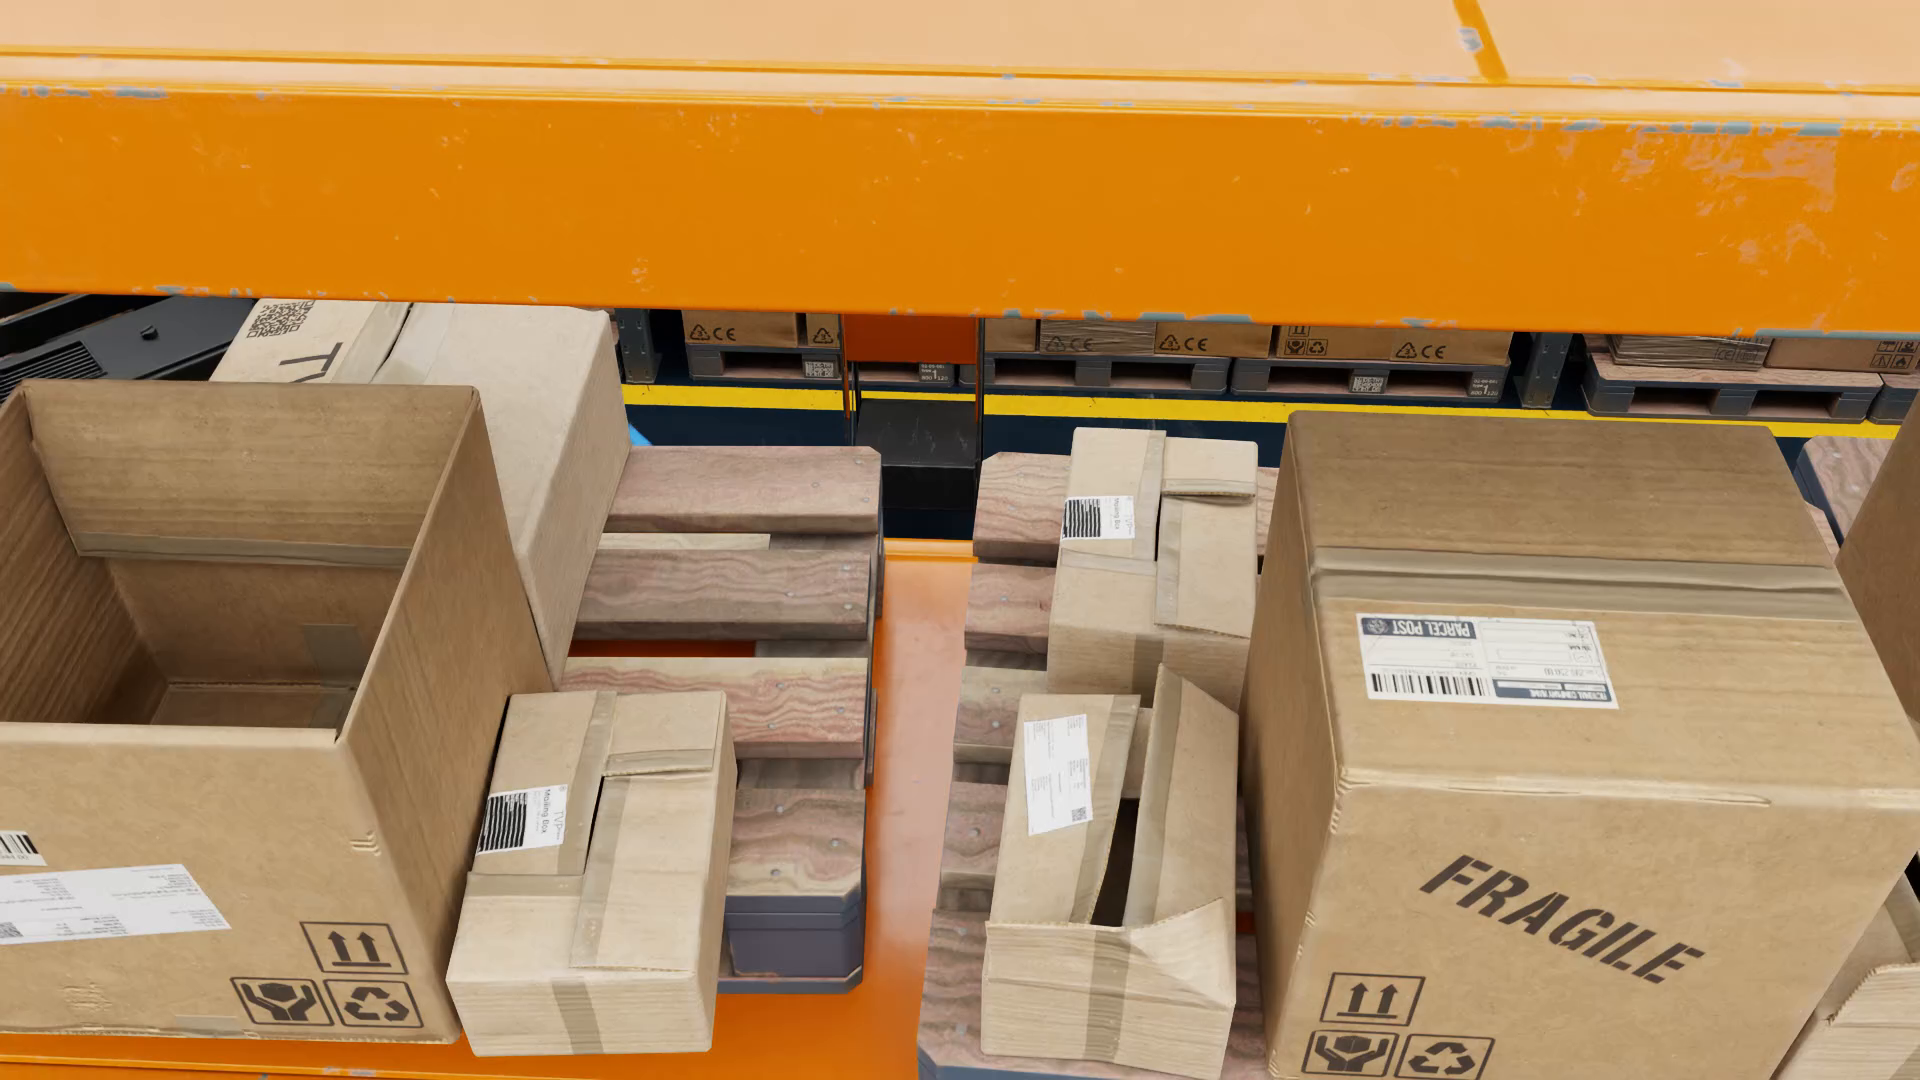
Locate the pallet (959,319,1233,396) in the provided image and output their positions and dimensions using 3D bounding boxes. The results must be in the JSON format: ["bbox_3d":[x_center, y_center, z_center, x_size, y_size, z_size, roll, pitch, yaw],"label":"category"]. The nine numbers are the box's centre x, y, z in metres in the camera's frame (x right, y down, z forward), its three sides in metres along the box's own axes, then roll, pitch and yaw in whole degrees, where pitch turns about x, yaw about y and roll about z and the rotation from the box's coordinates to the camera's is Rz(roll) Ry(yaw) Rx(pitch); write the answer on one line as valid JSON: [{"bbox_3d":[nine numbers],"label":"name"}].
[{"bbox_3d":[0.616,-1.083,7.757,1.213,0.211,1.003,2,43,2],"label":"pallet"}]

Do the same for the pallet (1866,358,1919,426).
[{"bbox_3d":[4.612,-0.904,7.565,1.213,0.211,1.003,2,43,2],"label":"pallet"}]

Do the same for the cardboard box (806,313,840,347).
[{"bbox_3d":[-0.414,-1.199,7.362,0.500,0.500,0.500,1,43,1],"label":"cardboard box"}]

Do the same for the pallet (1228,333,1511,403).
[{"bbox_3d":[1.832,-1.043,7.715,1.213,0.211,1.003,2,43,2],"label":"pallet"}]

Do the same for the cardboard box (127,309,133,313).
[{"bbox_3d":[-3.433,-1.279,7.448,0.500,0.500,0.500,3,43,3],"label":"cardboard box"}]

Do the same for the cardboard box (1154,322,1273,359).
[{"bbox_3d":[1.122,-1.157,7.318,0.500,0.500,0.500,3,43,4],"label":"cardboard box"}]

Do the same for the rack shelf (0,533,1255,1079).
[{"bbox_3d":[0.358,0.469,2.373,4.000,0.370,1.077,2,43,2],"label":"rack shelf"}]

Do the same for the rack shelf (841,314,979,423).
[{"bbox_3d":[-0.165,-0.763,6.049,0.480,0.518,0.431,2,43,2],"label":"rack shelf"}]

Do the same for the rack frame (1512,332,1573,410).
[{"bbox_3d":[2.576,-2.015,6.712,0.127,3.000,1.000,2,43,2],"label":"rack frame"}]

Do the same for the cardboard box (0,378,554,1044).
[{"bbox_3d":[-0.772,0.179,1.775,0.500,0.500,0.500,1,43,1],"label":"cardboard box"}]

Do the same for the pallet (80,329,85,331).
[{"bbox_3d":[-3.328,-1.175,7.856,1.213,0.211,1.003,2,43,2],"label":"pallet"}]

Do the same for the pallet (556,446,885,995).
[{"bbox_3d":[-0.721,0.209,2.265,1.217,0.209,0.805,0,43,0],"label":"pallet"}]

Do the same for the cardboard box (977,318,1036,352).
[{"bbox_3d":[0.084,-1.181,7.343,0.500,0.500,0.500,1,43,1],"label":"cardboard box"}]

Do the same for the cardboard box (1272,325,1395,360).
[{"bbox_3d":[1.645,-1.143,7.302,0.500,0.500,0.500,1,43,1],"label":"cardboard box"}]

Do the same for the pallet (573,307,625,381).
[{"bbox_3d":[-2.106,-1.139,7.818,1.213,0.211,1.003,2,43,2],"label":"pallet"}]

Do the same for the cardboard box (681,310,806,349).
[{"bbox_3d":[-0.947,-1.209,7.373,0.500,0.500,0.500,3,43,4],"label":"cardboard box"}]

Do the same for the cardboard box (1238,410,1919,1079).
[{"bbox_3d":[0.583,0.221,1.731,0.500,0.500,0.500,2,43,2],"label":"cardboard box"}]

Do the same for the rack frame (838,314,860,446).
[{"bbox_3d":[-0.409,-0.781,6.048,0.015,2.100,0.400,2,43,2],"label":"rack frame"}]

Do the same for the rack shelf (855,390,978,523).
[{"bbox_3d":[-0.165,-0.251,6.526,0.480,0.518,0.431,2,43,2],"label":"rack shelf"}]

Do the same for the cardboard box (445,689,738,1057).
[{"bbox_3d":[-0.391,0.354,1.832,0.250,0.166,0.380,-1,43,-1],"label":"cardboard box"}]

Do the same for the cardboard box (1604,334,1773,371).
[{"bbox_3d":[3.199,-1.271,7.348,0.625,0.625,0.875,3,43,3],"label":"cardboard box"}]

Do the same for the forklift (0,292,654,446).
[{"bbox_3d":[-2.039,0.139,4.450,3.031,2.935,1.130,-30,51,-28],"label":"forklift"}]

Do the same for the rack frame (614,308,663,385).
[{"bbox_3d":[-1.420,-2.138,6.844,0.127,3.000,1.000,2,43,2],"label":"rack frame"}]

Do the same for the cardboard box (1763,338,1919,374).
[{"bbox_3d":[3.852,-1.257,7.332,0.625,0.625,0.875,3,43,3],"label":"cardboard box"}]

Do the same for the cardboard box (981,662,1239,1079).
[{"bbox_3d":[0.170,0.335,1.780,0.258,0.266,0.396,5,43,5],"label":"cardboard box"}]

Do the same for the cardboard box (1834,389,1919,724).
[{"bbox_3d":[1.359,0.176,1.778,0.500,0.500,0.700,0,43,0],"label":"cardboard box"}]

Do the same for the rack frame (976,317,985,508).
[{"bbox_3d":[0.078,-0.766,6.032,0.015,2.100,0.400,2,43,2],"label":"rack frame"}]

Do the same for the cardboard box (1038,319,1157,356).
[{"bbox_3d":[0.602,-1.161,7.321,0.500,0.500,0.500,0,43,0],"label":"cardboard box"}]

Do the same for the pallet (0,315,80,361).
[{"bbox_3d":[-4.543,-1.214,7.899,1.213,0.211,1.003,2,43,2],"label":"pallet"}]

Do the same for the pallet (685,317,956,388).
[{"bbox_3d":[-0.605,-1.118,7.796,1.213,0.211,1.003,2,43,2],"label":"pallet"}]

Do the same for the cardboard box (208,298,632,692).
[{"bbox_3d":[-0.750,-0.092,2.205,0.500,0.311,0.500,2,43,2],"label":"cardboard box"}]

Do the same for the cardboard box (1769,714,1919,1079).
[{"bbox_3d":[0.965,0.359,1.754,0.258,0.266,0.396,1,43,1],"label":"cardboard box"}]

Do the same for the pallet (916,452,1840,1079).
[{"bbox_3d":[0.593,0.321,2.143,1.213,0.211,1.003,4,43,4],"label":"pallet"}]

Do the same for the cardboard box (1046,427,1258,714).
[{"bbox_3d":[0.256,0.032,2.177,0.250,0.166,0.380,5,43,5],"label":"cardboard box"}]

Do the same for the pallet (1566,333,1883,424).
[{"bbox_3d":[3.397,-0.943,7.607,1.213,0.211,1.003,2,43,2],"label":"pallet"}]

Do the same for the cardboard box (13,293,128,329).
[{"bbox_3d":[-3.957,-1.364,7.539,0.500,0.500,0.700,3,43,4],"label":"cardboard box"}]

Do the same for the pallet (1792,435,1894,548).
[{"bbox_3d":[1.711,0.353,2.109,1.003,0.211,1.213,4,43,4],"label":"pallet"}]

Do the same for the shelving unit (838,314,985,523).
[{"bbox_3d":[-0.165,-0.773,6.040,0.503,2.100,0.431,2,43,2],"label":"shelving unit"}]

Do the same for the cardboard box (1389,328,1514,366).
[{"bbox_3d":[2.144,-1.121,7.278,0.500,0.500,0.500,3,43,3],"label":"cardboard box"}]
